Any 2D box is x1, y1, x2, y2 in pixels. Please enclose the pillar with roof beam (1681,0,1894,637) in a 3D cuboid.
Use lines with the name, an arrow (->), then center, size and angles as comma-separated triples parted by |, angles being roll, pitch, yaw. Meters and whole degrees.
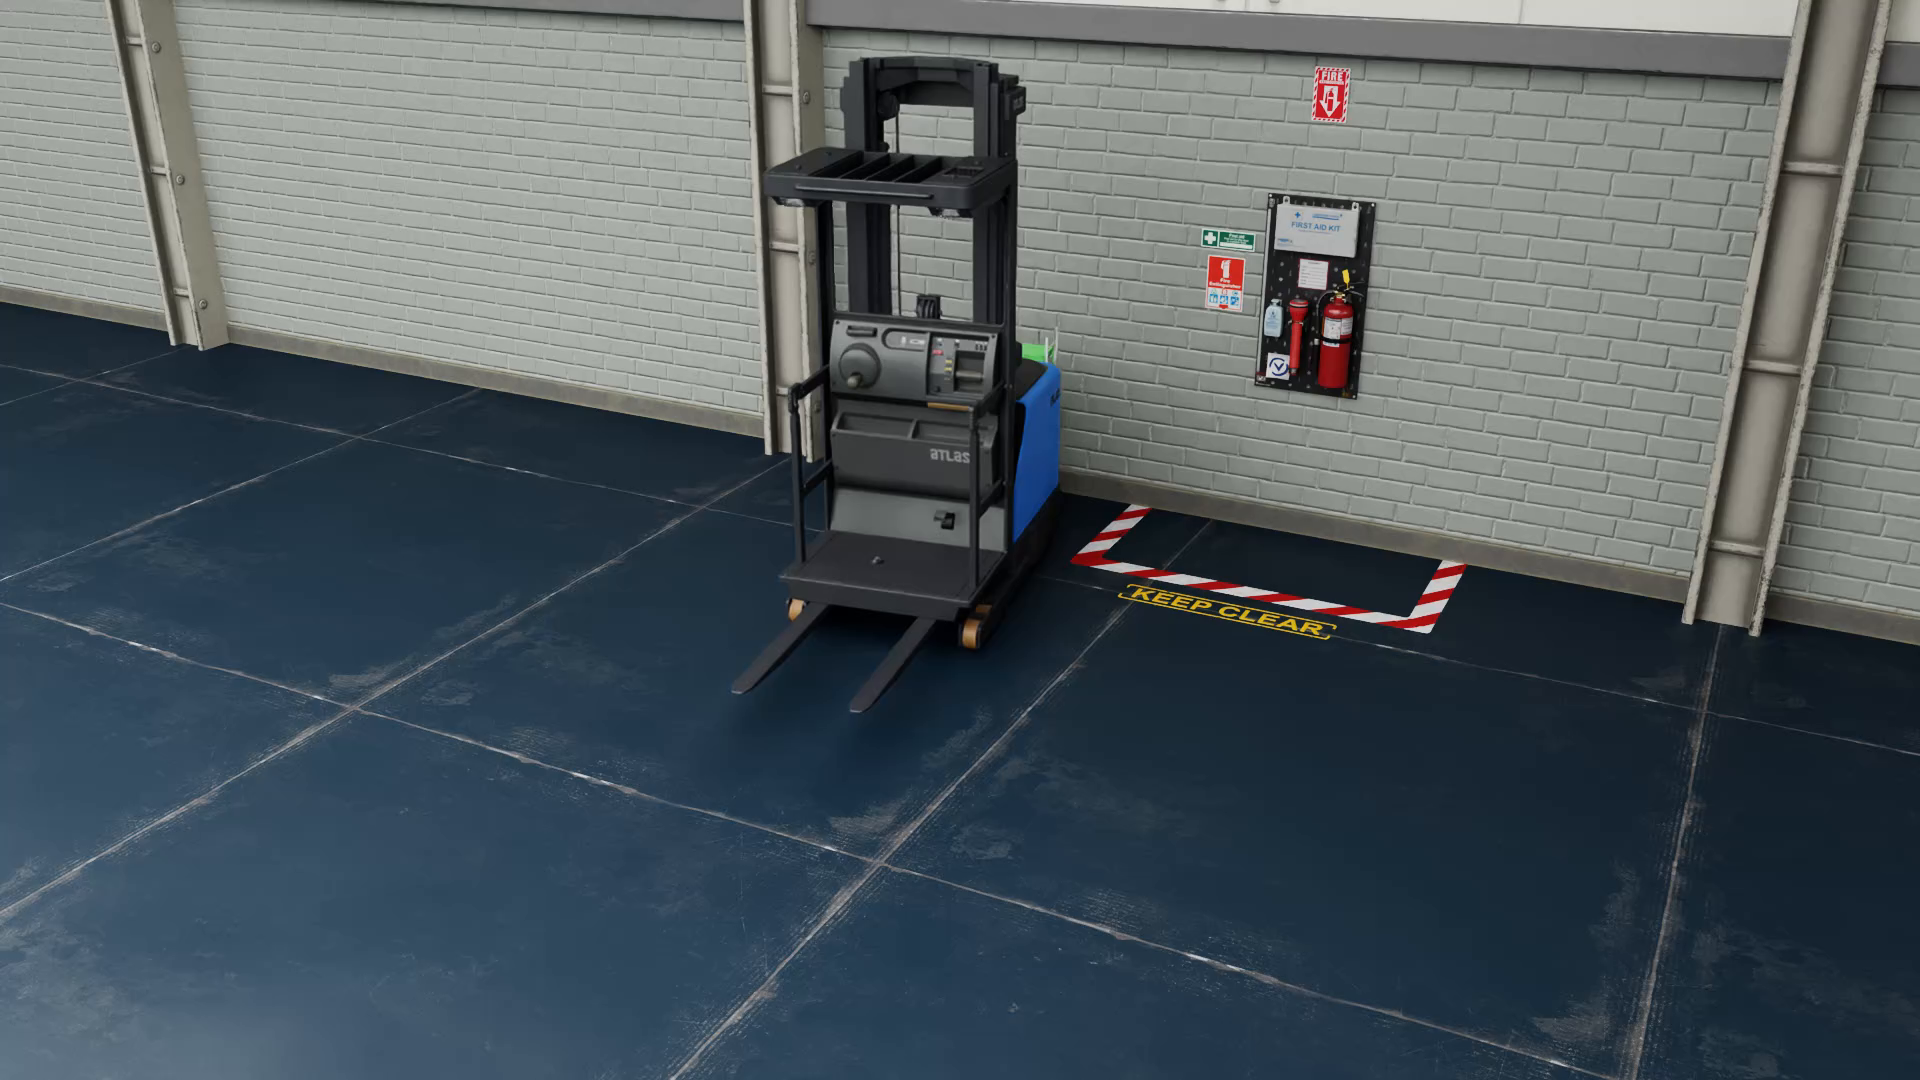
pillar with roof beam -> 2.287, -2.201, 3.927 | 0.400, 9.000, 9.100 | 11, 25, 25

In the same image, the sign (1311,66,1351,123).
sign -> 2.079, -2.497, 9.326 | 0.199, 0.298, 0.001 | 11, 25, 25

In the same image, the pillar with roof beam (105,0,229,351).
pillar with roof beam -> -8.422, -4.320, 8.910 | 0.400, 9.000, 9.100 | 11, 25, 25

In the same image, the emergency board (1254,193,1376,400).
emergency board -> 2.041, -1.394, 9.694 | 0.643, 1.169, 0.194 | 11, 25, 25

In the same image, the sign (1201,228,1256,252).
sign -> 1.594, -1.784, 9.889 | 0.331, 0.109, 0.001 | 11, 25, 25

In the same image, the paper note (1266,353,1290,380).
paper note -> 1.914, -1.044, 9.997 | 0.142, 0.148, 0.016 | 11, 25, 25

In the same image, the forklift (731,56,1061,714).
forklift -> -0.315, -0.939, 8.712 | 1.130, 2.935, 3.031 | 7, 24, 16

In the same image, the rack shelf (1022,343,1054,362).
rack shelf -> 0.328, -1.128, 10.306 | 0.480, 0.148, 0.258 | 7, 24, 16

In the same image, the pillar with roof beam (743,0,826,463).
pillar with roof beam -> -3.068, -3.261, 6.419 | 0.400, 9.000, 9.100 | 11, 25, 25

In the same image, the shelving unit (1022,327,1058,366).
shelving unit -> 0.327, -0.745, 10.468 | 0.503, 1.200, 0.258 | 7, 24, 16

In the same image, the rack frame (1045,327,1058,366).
rack frame -> 0.560, -0.716, 10.399 | 0.015, 1.200, 0.240 | 7, 24, 16

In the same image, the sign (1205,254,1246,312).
sign -> 1.594, -1.544, 10.002 | 0.234, 0.329, 0.001 | 11, 25, 25
